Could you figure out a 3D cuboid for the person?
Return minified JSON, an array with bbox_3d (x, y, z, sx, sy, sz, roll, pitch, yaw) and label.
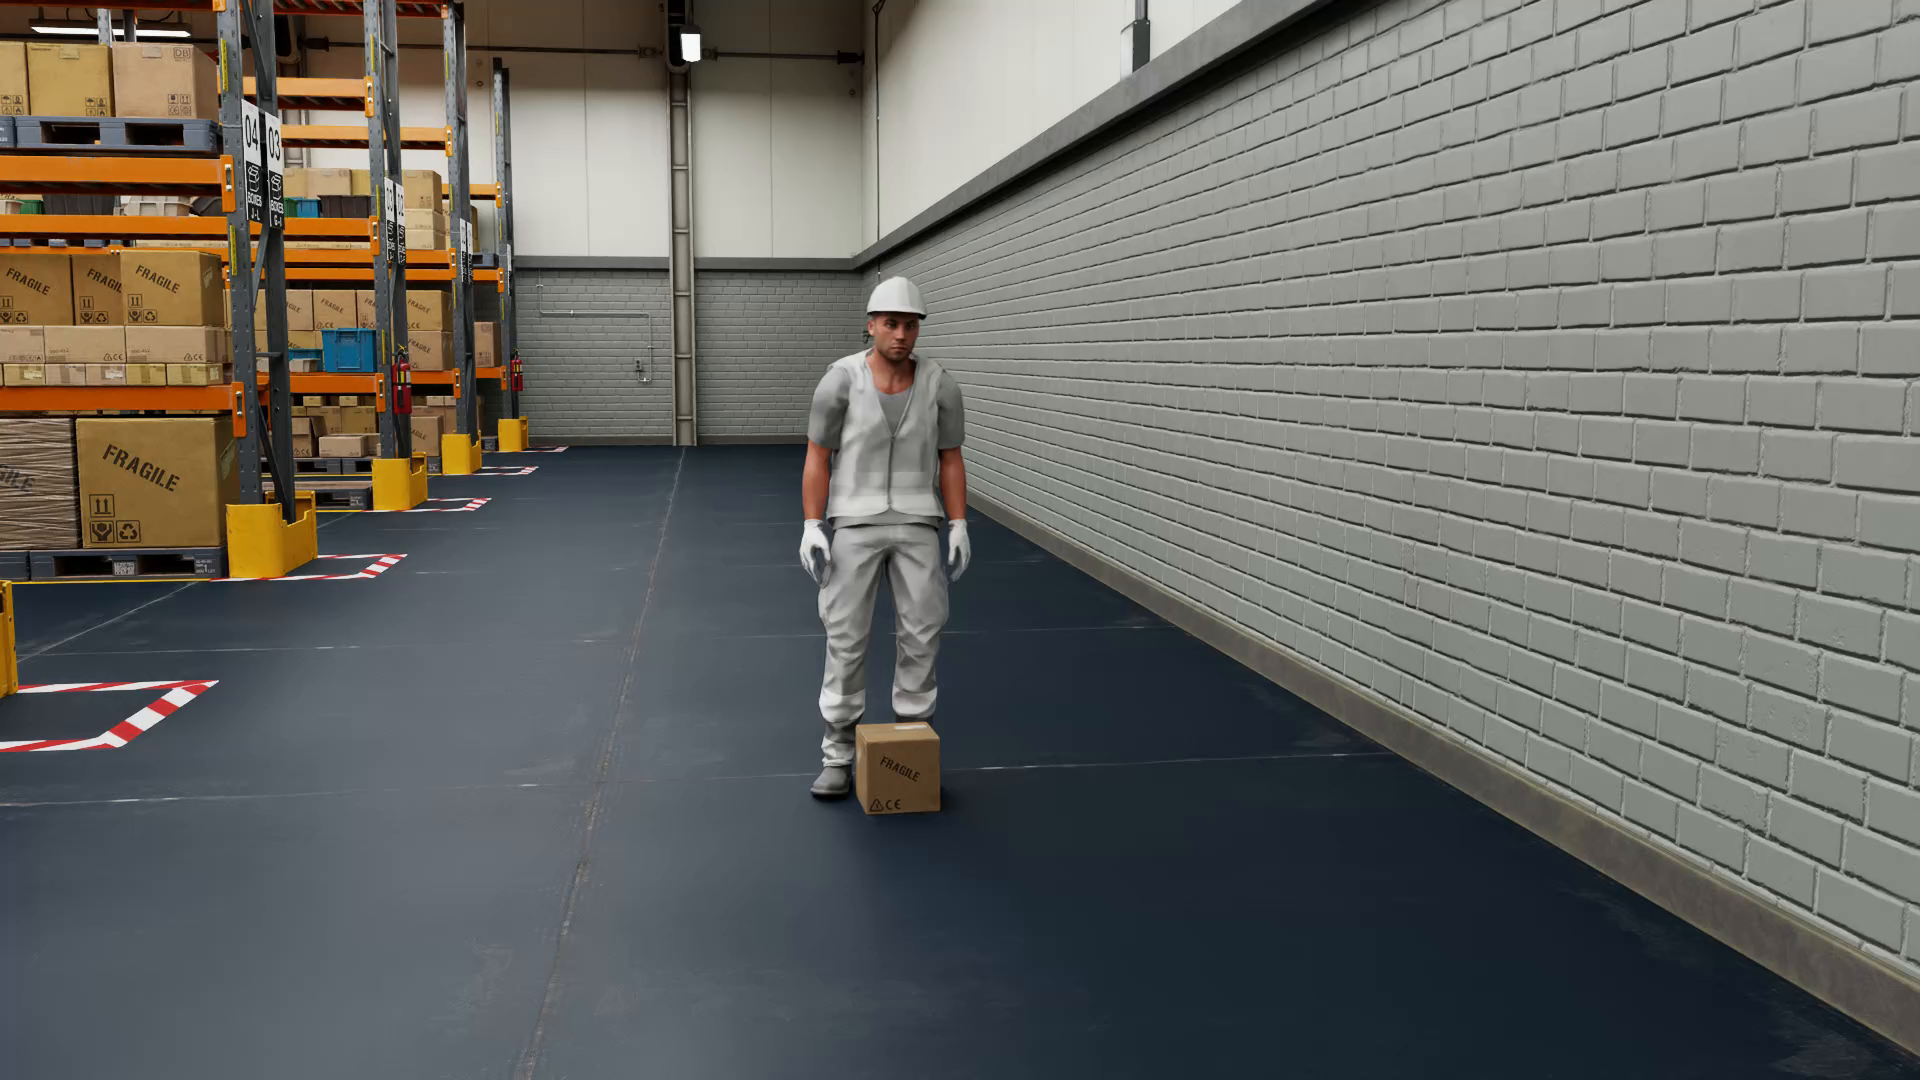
[{"bbox_3d":[-0.253,-0.012,5.762,0.608,1.777,0.453,-1,7,-11],"label":"person"}]
